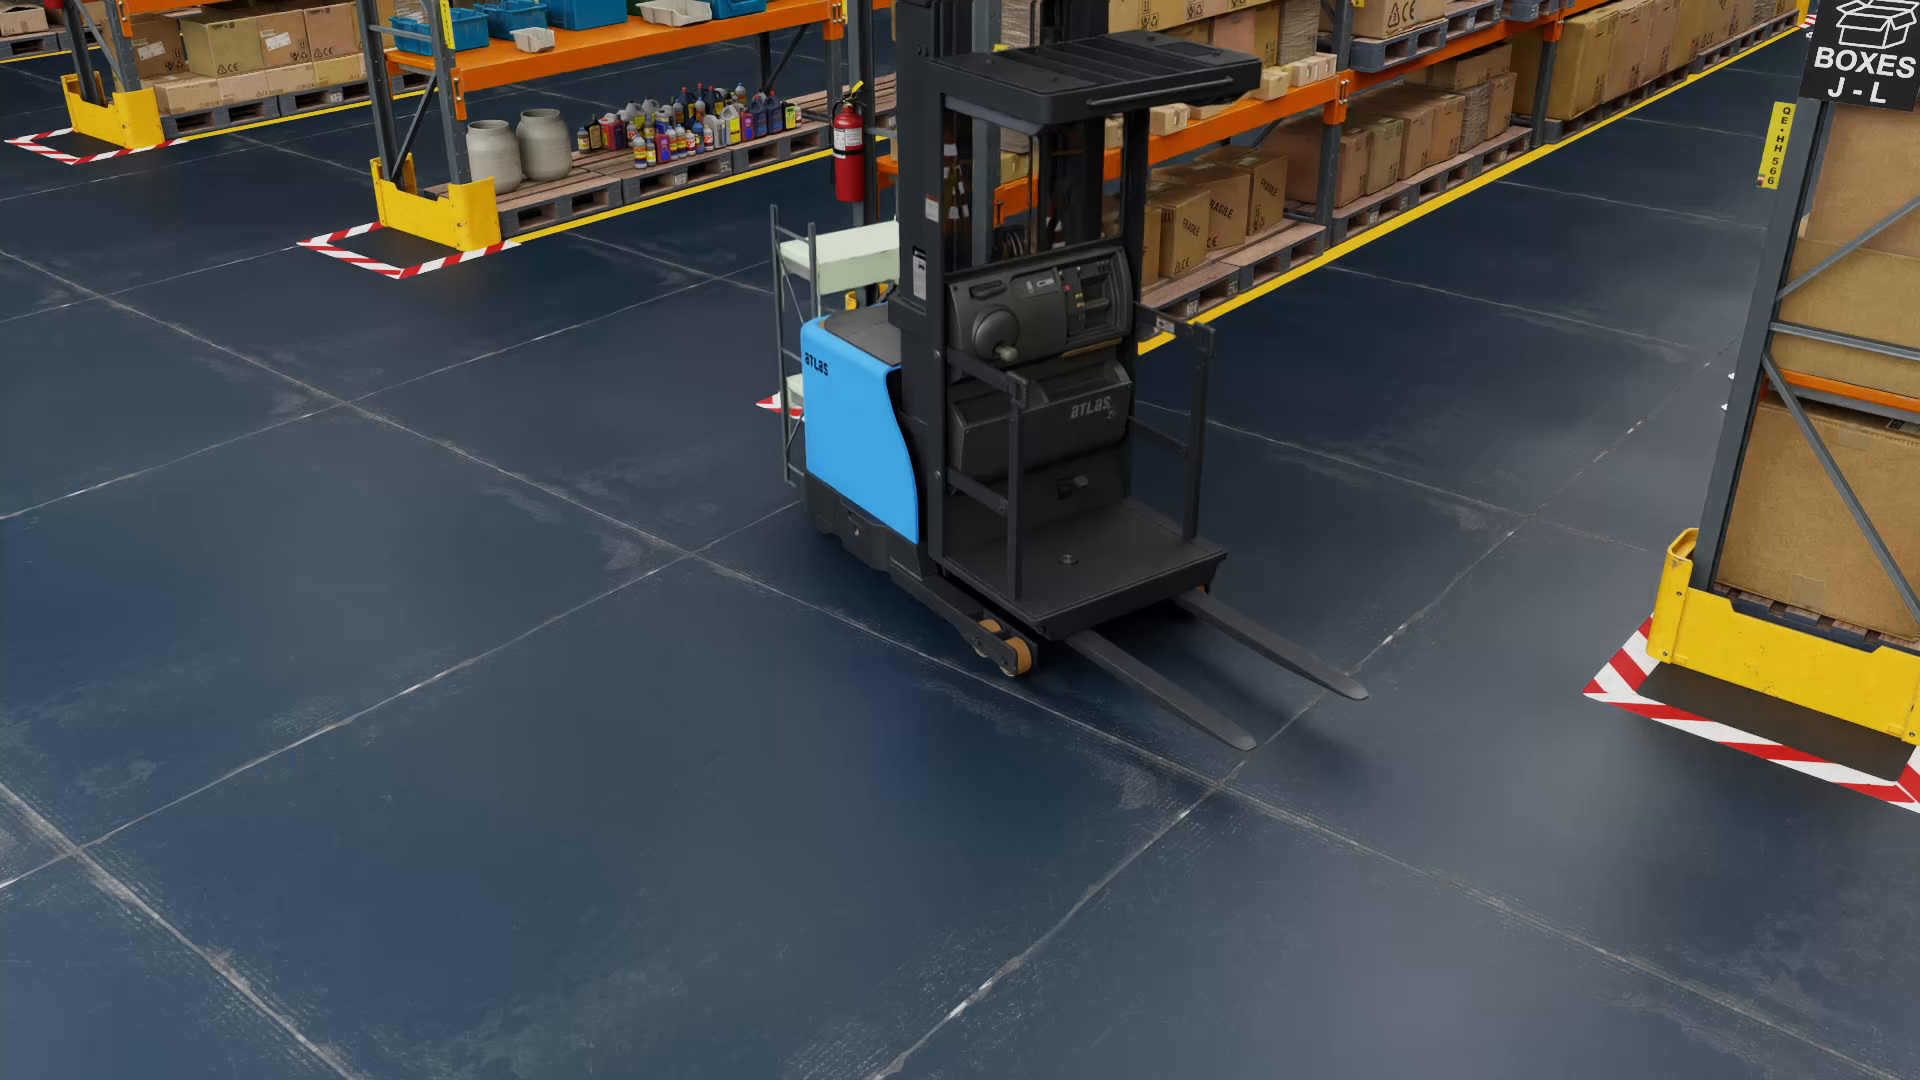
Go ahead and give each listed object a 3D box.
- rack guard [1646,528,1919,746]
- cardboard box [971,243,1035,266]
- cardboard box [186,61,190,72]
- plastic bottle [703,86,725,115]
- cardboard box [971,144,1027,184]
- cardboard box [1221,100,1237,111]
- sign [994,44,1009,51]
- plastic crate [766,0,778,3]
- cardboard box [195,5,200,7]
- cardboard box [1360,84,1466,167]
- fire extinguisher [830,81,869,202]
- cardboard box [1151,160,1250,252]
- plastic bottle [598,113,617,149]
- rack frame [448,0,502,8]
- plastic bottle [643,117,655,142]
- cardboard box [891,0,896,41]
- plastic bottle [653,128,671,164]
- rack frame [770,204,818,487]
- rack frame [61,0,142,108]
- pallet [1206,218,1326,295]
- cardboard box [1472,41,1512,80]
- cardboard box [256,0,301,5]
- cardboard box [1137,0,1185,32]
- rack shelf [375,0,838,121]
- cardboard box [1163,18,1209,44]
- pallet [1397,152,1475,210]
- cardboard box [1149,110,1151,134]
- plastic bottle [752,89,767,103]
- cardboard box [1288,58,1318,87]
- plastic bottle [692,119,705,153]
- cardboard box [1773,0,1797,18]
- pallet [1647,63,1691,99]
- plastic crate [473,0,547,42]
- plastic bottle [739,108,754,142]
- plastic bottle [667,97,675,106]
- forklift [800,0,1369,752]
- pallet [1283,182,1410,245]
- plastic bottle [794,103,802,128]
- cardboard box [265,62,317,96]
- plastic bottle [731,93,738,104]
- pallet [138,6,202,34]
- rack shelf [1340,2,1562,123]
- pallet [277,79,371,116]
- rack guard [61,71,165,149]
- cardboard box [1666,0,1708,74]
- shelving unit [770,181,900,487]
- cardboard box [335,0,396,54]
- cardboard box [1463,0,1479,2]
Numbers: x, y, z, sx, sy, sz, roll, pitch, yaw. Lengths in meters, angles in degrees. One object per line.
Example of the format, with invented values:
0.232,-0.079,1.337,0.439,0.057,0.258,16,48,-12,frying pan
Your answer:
3.544,0.388,6.956,1.175,0.500,0.348,21,34,34,rack guard
0.206,-1.509,10.166,0.500,0.500,0.500,-21,34,-35,cardboard box
-7.424,-4.535,16.288,0.500,0.250,0.500,21,34,34,cardboard box
-2.204,-3.894,14.916,0.144,0.351,0.185,21,34,34,plastic bottle
0.161,-2.136,9.388,0.380,0.149,0.250,21,34,34,cardboard box
1.597,-2.932,10.926,0.380,0.149,0.250,21,34,34,cardboard box
0.215,-2.442,8.764,0.100,0.325,0.005,21,34,34,sign
-1.913,-4.906,14.536,0.767,0.338,0.504,21,34,34,plastic crate
-9.443,-6.716,20.572,0.380,0.166,0.250,16,31,28,cardboard box
3.776,-3.491,13.975,0.700,0.500,0.500,24,36,38,cardboard box
-0.632,-2.276,9.469,0.296,0.674,0.183,21,34,34,fire extinguisher
1.697,-2.375,11.840,0.500,0.500,0.500,-16,31,-28,cardboard box
-3.014,-3.510,14.256,0.152,0.276,0.135,21,34,35,plastic bottle
-5.301,-6.531,17.610,1.000,3.000,0.127,21,34,34,rack frame
-2.703,-3.566,14.446,0.097,0.201,0.097,0,27,0,plastic bottle
-0.045,-3.104,9.465,0.500,0.500,0.500,21,34,34,cardboard box
-2.474,-3.279,13.802,0.061,0.283,0.133,21,34,35,plastic bottle
-0.810,-0.907,8.371,0.023,1.500,0.400,-18,32,-31,rack frame
-7.845,-5.113,14.868,1.000,3.000,0.127,21,34,34,rack frame
1.941,-2.147,12.171,1.003,0.211,1.213,21,34,34,pallet
4.482,-4.225,14.577,0.500,0.250,0.500,22,35,36,cardboard box
-6.790,-5.224,16.803,0.500,0.500,0.500,21,34,34,cardboard box
0.997,-3.305,9.854,0.500,0.500,0.500,21,34,34,cardboard box
-2.754,-4.053,13.604,1.077,0.370,4.000,21,34,34,rack shelf
1.071,-3.131,10.604,0.875,0.500,0.500,21,34,34,cardboard box
3.610,-3.107,14.026,1.003,0.211,1.213,21,34,34,pallet
0.951,-2.581,10.248,0.380,0.149,0.250,21,34,34,cardboard box
-1.780,-3.830,14.794,0.144,0.351,0.185,21,34,34,plastic bottle
2.264,-3.275,11.589,0.380,0.149,0.250,21,34,34,cardboard box
-2.221,-3.428,14.102,0.097,0.271,0.097,0,27,0,plastic bottle
9.628,-6.882,20.143,0.875,0.875,0.875,21,34,34,cardboard box
6.996,-4.937,17.563,1.003,0.211,1.213,21,34,34,pallet
-3.521,-4.091,13.056,0.499,0.251,0.408,21,34,34,plastic crate
-1.862,-3.620,14.461,0.061,0.283,0.133,23,35,38,plastic bottle
-2.572,-3.793,14.794,0.061,0.283,0.133,23,35,37,plastic bottle
0.478,-0.970,6.934,1.130,2.935,3.031,-18,32,-31,forklift
2.835,-2.672,13.186,1.003,0.211,1.213,21,34,34,pallet
-1.472,-3.815,14.926,0.097,0.201,0.097,0,27,0,plastic bottle
-6.699,-4.559,16.333,0.500,0.250,0.500,21,34,34,cardboard box
-2.087,-4.014,15.311,0.097,0.201,0.097,0,27,0,plastic bottle
-9.526,-6.490,20.566,1.003,0.211,1.213,21,34,34,pallet
3.613,-4.024,13.547,1.077,0.370,4.000,21,34,34,rack shelf
-6.615,-4.588,16.889,1.003,0.211,1.213,21,34,34,pallet
-7.861,-3.994,15.426,1.175,0.500,0.348,21,34,34,rack guard
7.037,-5.481,17.435,1.225,0.875,0.875,21,34,35,cardboard box
-0.510,-1.004,8.558,0.755,1.500,0.431,-18,32,-31,shelving unit
-6.070,-5.249,16.851,0.500,0.500,0.500,21,34,34,cardboard box
4.032,-4.509,13.391,0.396,0.266,0.258,20,33,33,cardboard box
